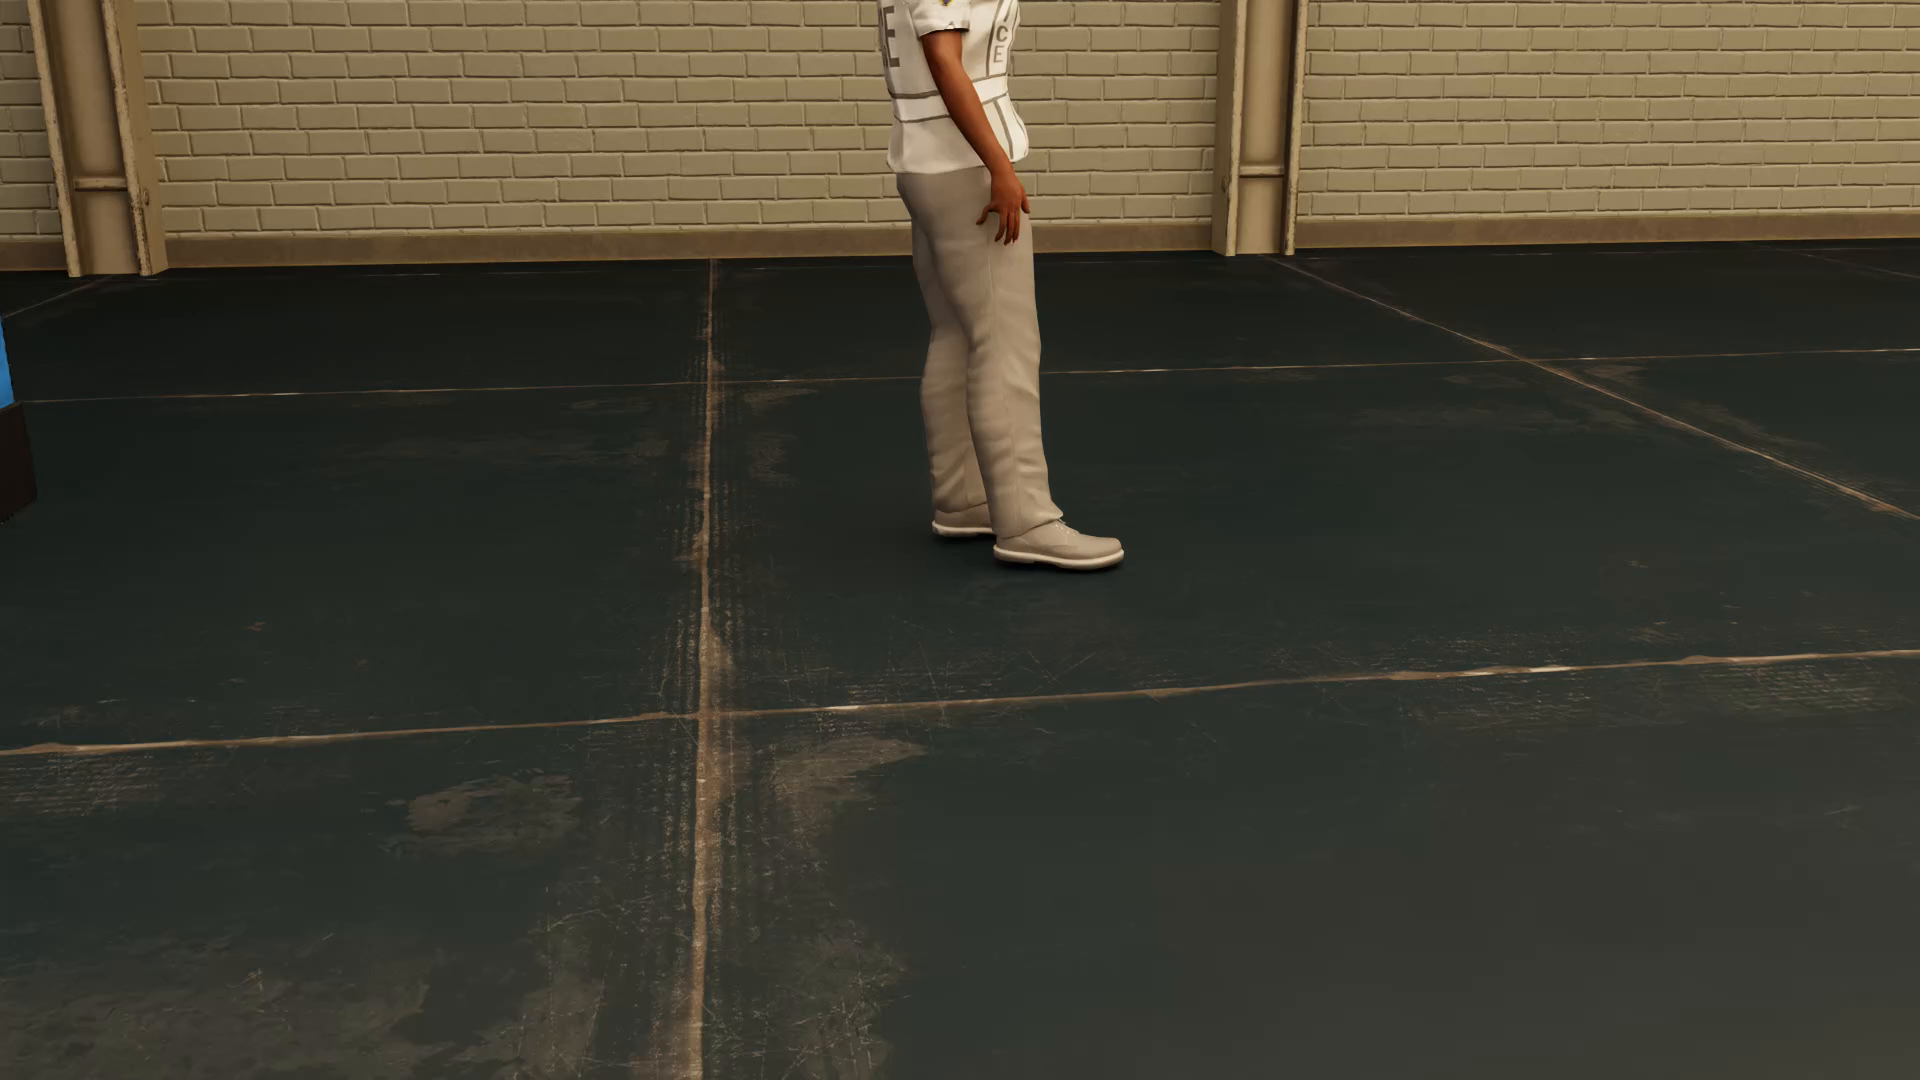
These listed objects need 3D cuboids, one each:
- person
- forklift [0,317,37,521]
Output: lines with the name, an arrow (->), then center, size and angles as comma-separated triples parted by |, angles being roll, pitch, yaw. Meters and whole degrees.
person -> 0.077, -0.815, 3.710 | 0.530, 1.695, 0.569 | -2, 17, -8
forklift -> -3.714, -1.268, 3.095 | 3.031, 2.935, 1.130 | -2, 17, -5
